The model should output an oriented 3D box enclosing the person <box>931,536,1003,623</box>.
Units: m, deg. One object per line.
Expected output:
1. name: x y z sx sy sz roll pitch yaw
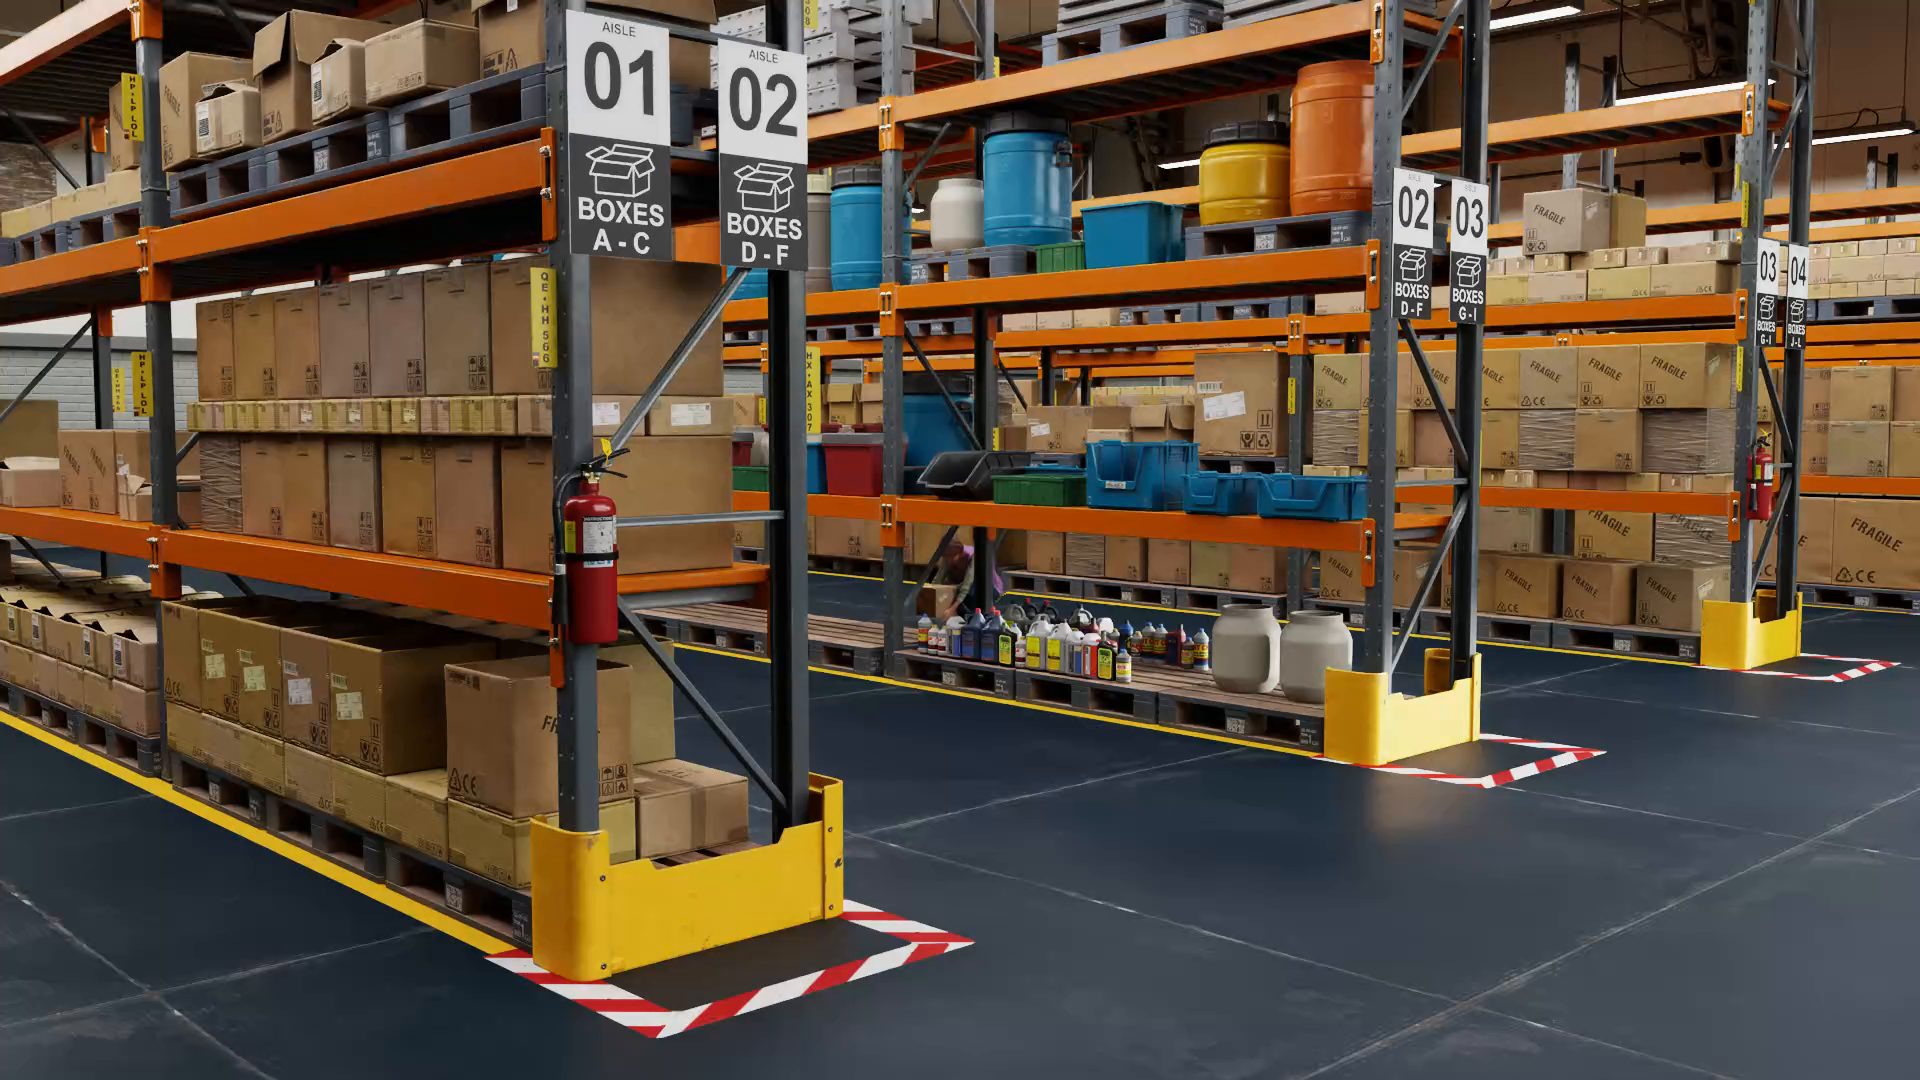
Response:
1. person: 0.048 0.395 14.364 0.807 0.876 0.467 -4 6 -44
